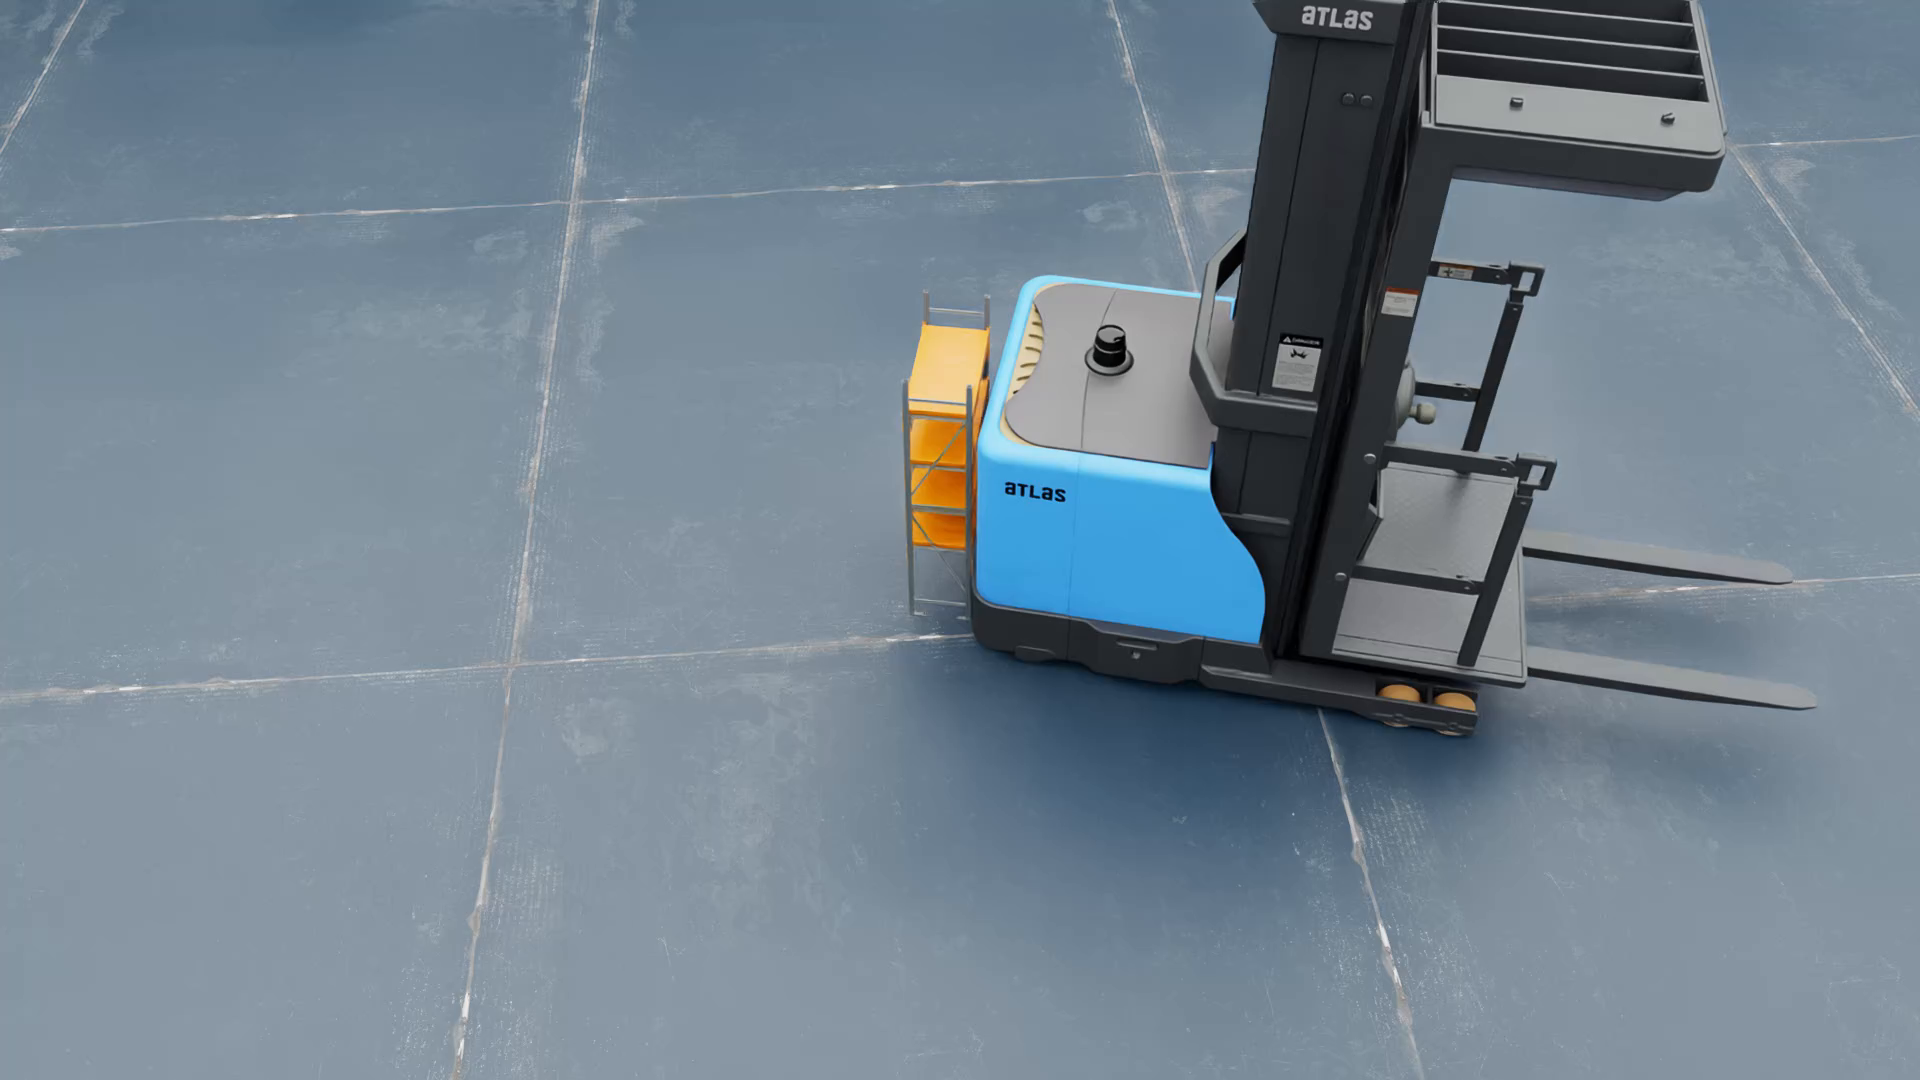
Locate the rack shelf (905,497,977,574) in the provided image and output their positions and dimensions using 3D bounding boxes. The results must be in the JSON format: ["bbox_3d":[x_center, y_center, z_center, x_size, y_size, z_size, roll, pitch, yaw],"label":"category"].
[{"bbox_3d":[-0.044,-0.107,6.391,0.258,0.148,0.480,6,47,5],"label":"rack shelf"}]

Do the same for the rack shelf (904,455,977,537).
[{"bbox_3d":[-0.044,-0.244,6.247,0.258,0.148,0.480,6,47,5],"label":"rack shelf"}]

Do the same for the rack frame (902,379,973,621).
[{"bbox_3d":[-0.077,-0.115,6.032,0.240,1.200,0.015,6,47,5],"label":"rack frame"}]

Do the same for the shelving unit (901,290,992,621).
[{"bbox_3d":[-0.044,-0.290,6.198,0.258,1.200,0.503,6,47,5],"label":"shelving unit"}]

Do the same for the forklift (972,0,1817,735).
[{"bbox_3d":[1.616,-0.718,5.411,3.031,2.935,1.130,8,47,8],"label":"forklift"}]

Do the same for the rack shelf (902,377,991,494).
[{"bbox_3d":[-0.044,-0.398,6.085,0.258,0.148,0.480,6,47,5],"label":"rack shelf"}]

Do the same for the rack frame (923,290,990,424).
[{"bbox_3d":[-0.012,-0.466,6.365,0.240,1.200,0.015,6,47,5],"label":"rack frame"}]

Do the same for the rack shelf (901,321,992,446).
[{"bbox_3d":[-0.044,-0.560,5.913,0.258,0.148,0.480,6,47,5],"label":"rack shelf"}]
